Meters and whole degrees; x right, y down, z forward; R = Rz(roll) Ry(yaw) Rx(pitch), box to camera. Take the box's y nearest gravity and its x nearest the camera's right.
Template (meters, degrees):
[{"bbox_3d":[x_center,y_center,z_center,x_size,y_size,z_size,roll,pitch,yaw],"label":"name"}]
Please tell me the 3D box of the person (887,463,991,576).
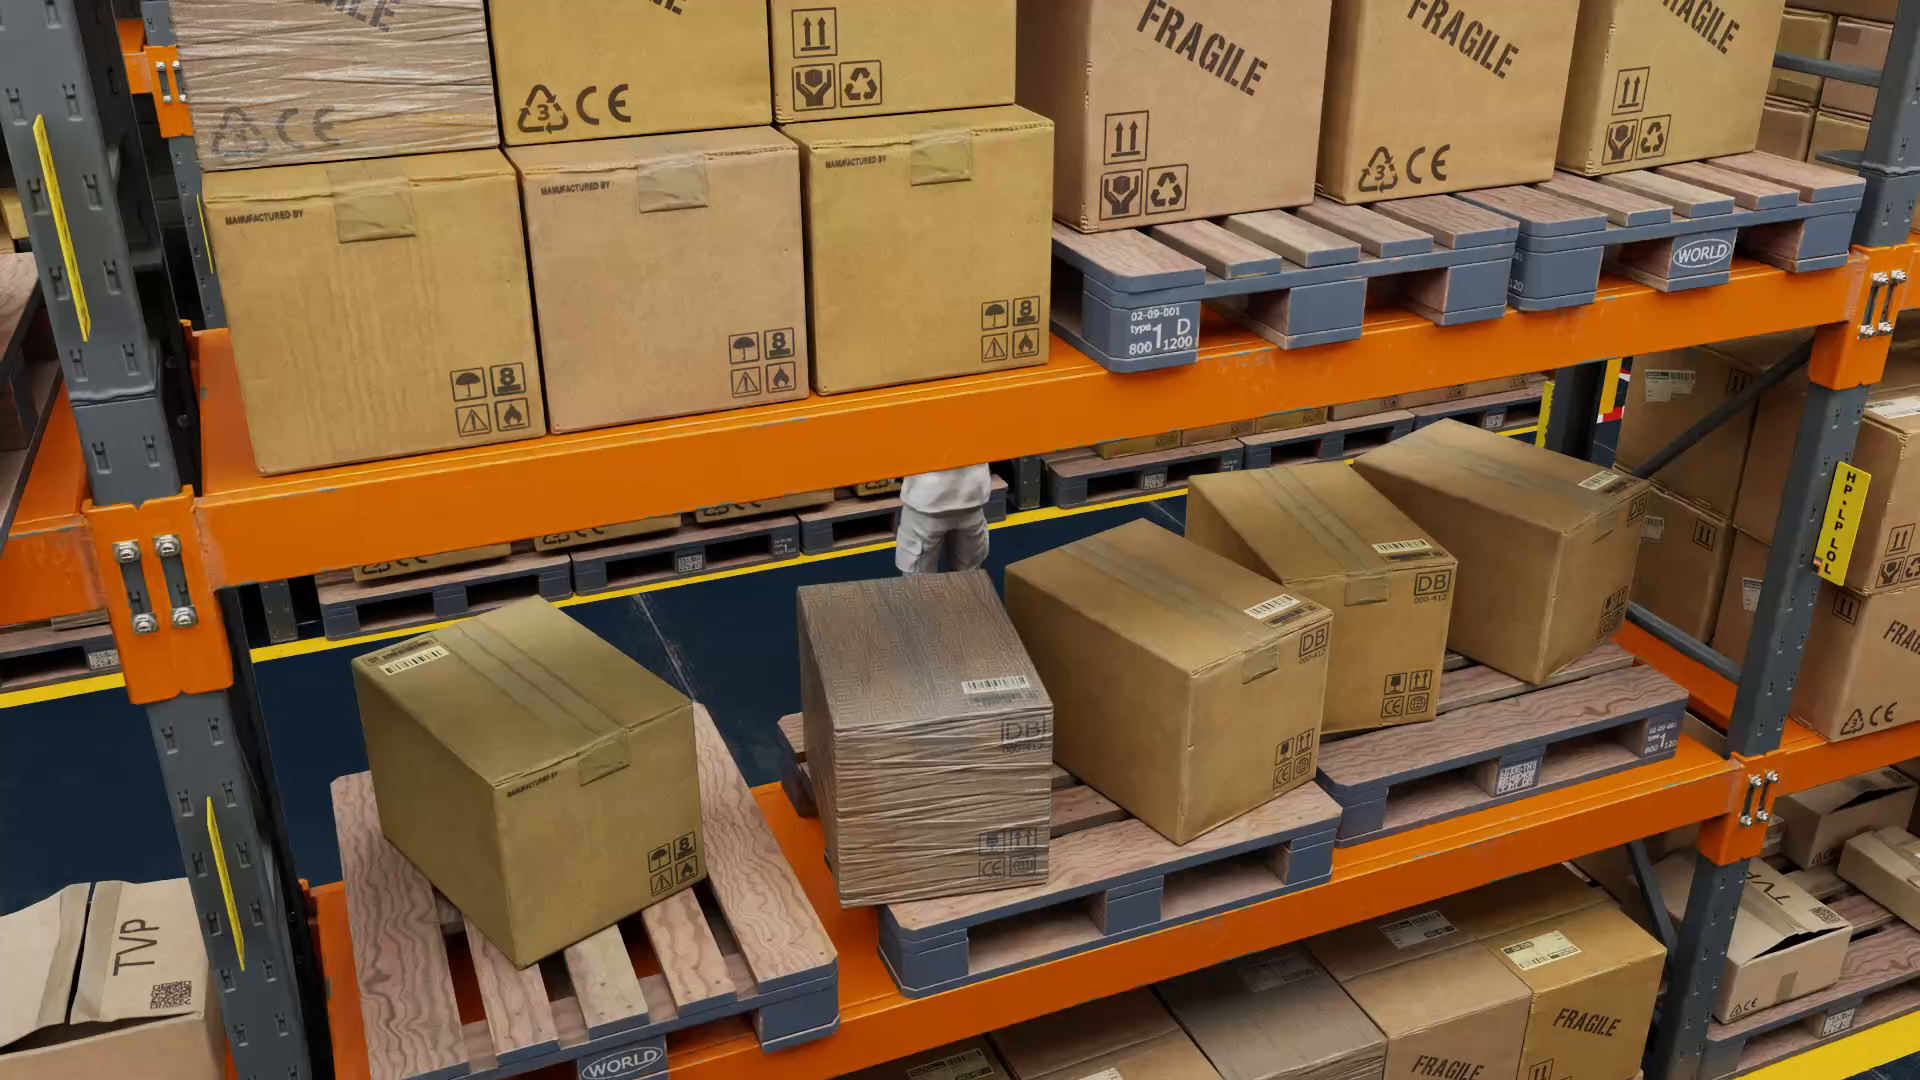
[{"bbox_3d":[-0.114,-0.199,7.506,0.494,1.781,0.564,-10,28,-20],"label":"person"}]
